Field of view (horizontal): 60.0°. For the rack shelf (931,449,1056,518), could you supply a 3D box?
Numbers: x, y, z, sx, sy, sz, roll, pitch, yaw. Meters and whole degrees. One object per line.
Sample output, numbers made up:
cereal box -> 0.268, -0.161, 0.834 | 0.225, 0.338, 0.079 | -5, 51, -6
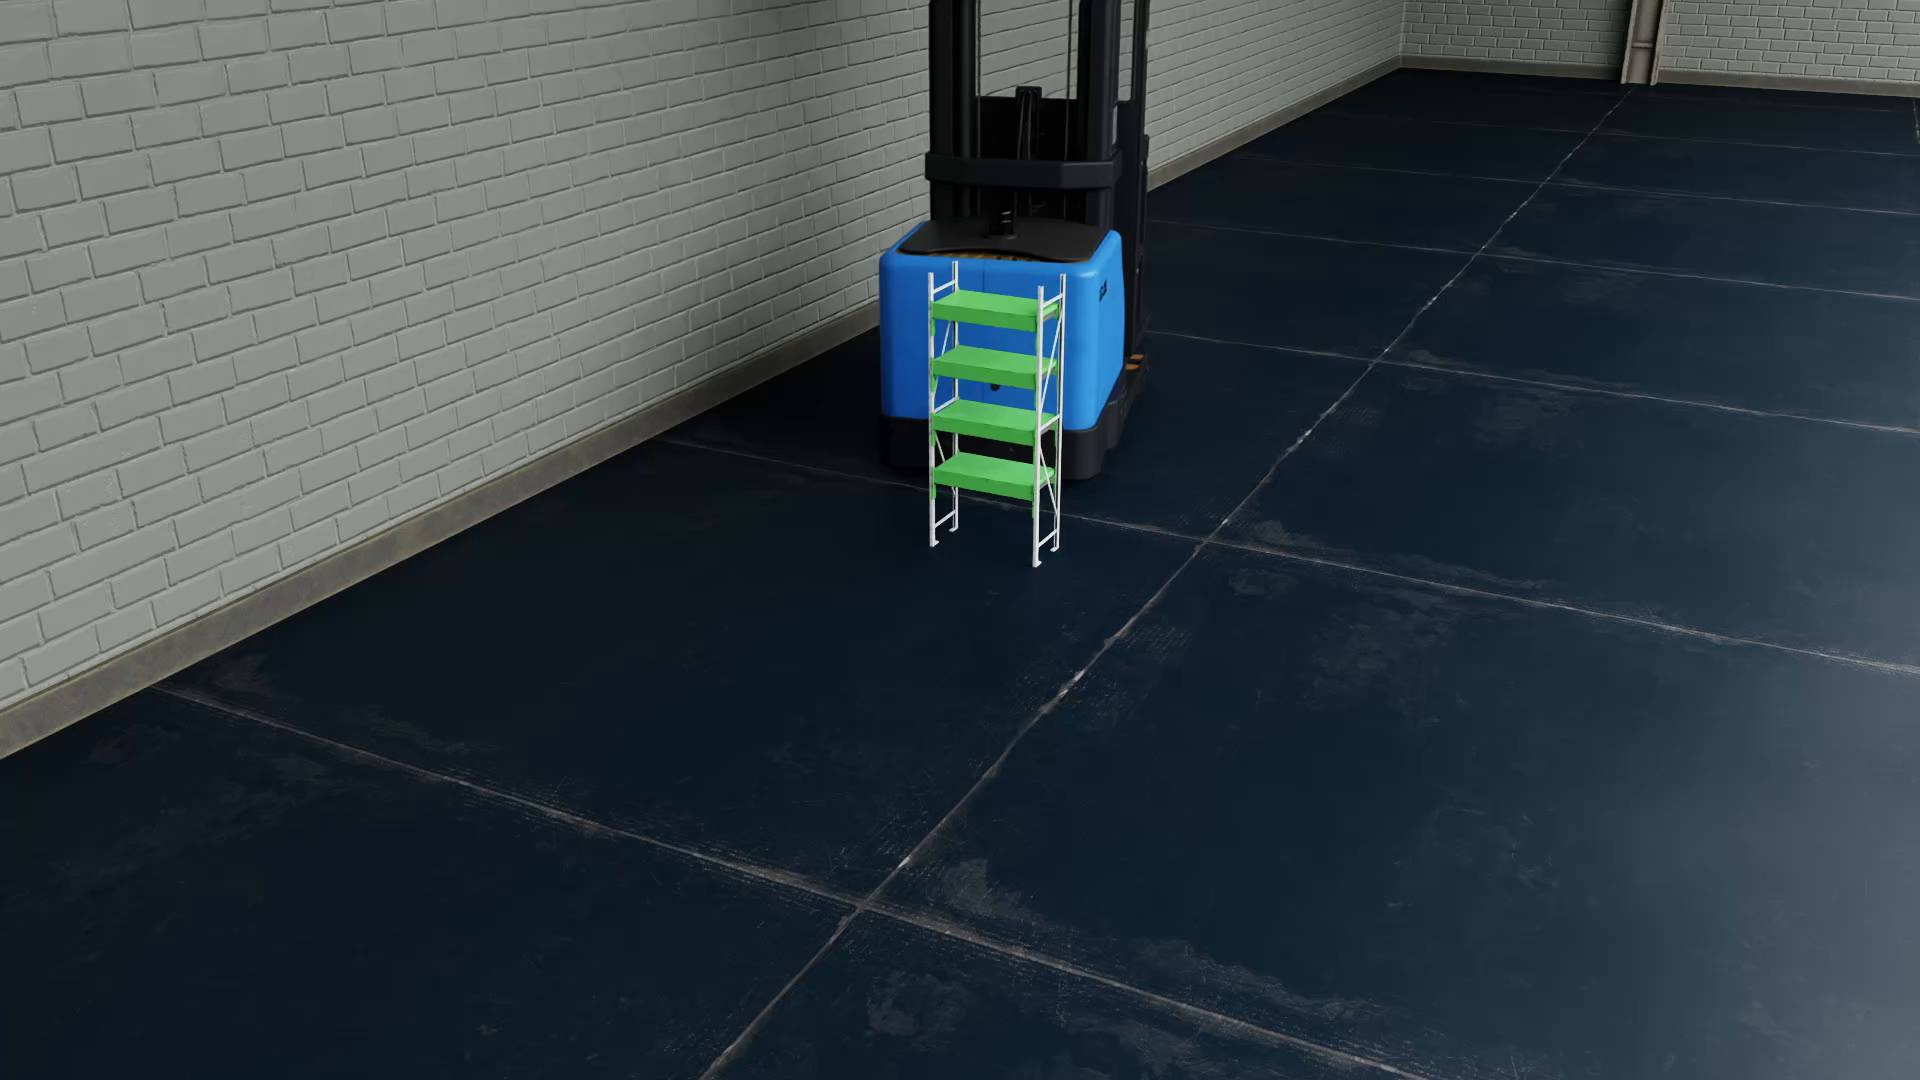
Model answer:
rack shelf -> 0.148, -0.243, 7.065 | 0.480, 0.148, 0.258 | 11, 25, 25

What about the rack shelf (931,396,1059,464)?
rack shelf -> 0.148, -0.464, 6.971 | 0.480, 0.148, 0.258 | 11, 25, 25

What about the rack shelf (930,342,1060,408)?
rack shelf -> 0.148, -0.685, 6.878 | 0.480, 0.148, 0.258 | 11, 25, 25

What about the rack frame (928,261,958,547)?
rack frame -> -0.070, -0.566, 7.048 | 0.015, 1.200, 0.240 | 11, 25, 25

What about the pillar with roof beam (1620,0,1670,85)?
pillar with roof beam -> 6.436, -8.286, 15.235 | 0.400, 9.000, 9.100 | 11, 25, 25

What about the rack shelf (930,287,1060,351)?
rack shelf -> 0.148, -0.906, 6.784 | 0.480, 0.148, 0.258 | 11, 25, 25

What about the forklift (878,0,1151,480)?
forklift -> 0.441, -2.175, 8.618 | 1.130, 2.935, 3.031 | 5, 24, 12

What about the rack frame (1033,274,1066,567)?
rack frame -> 0.365, -0.480, 6.845 | 0.015, 1.200, 0.240 | 11, 25, 25

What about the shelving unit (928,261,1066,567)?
shelving unit -> 0.148, -0.523, 6.946 | 0.503, 1.200, 0.258 | 11, 25, 25
